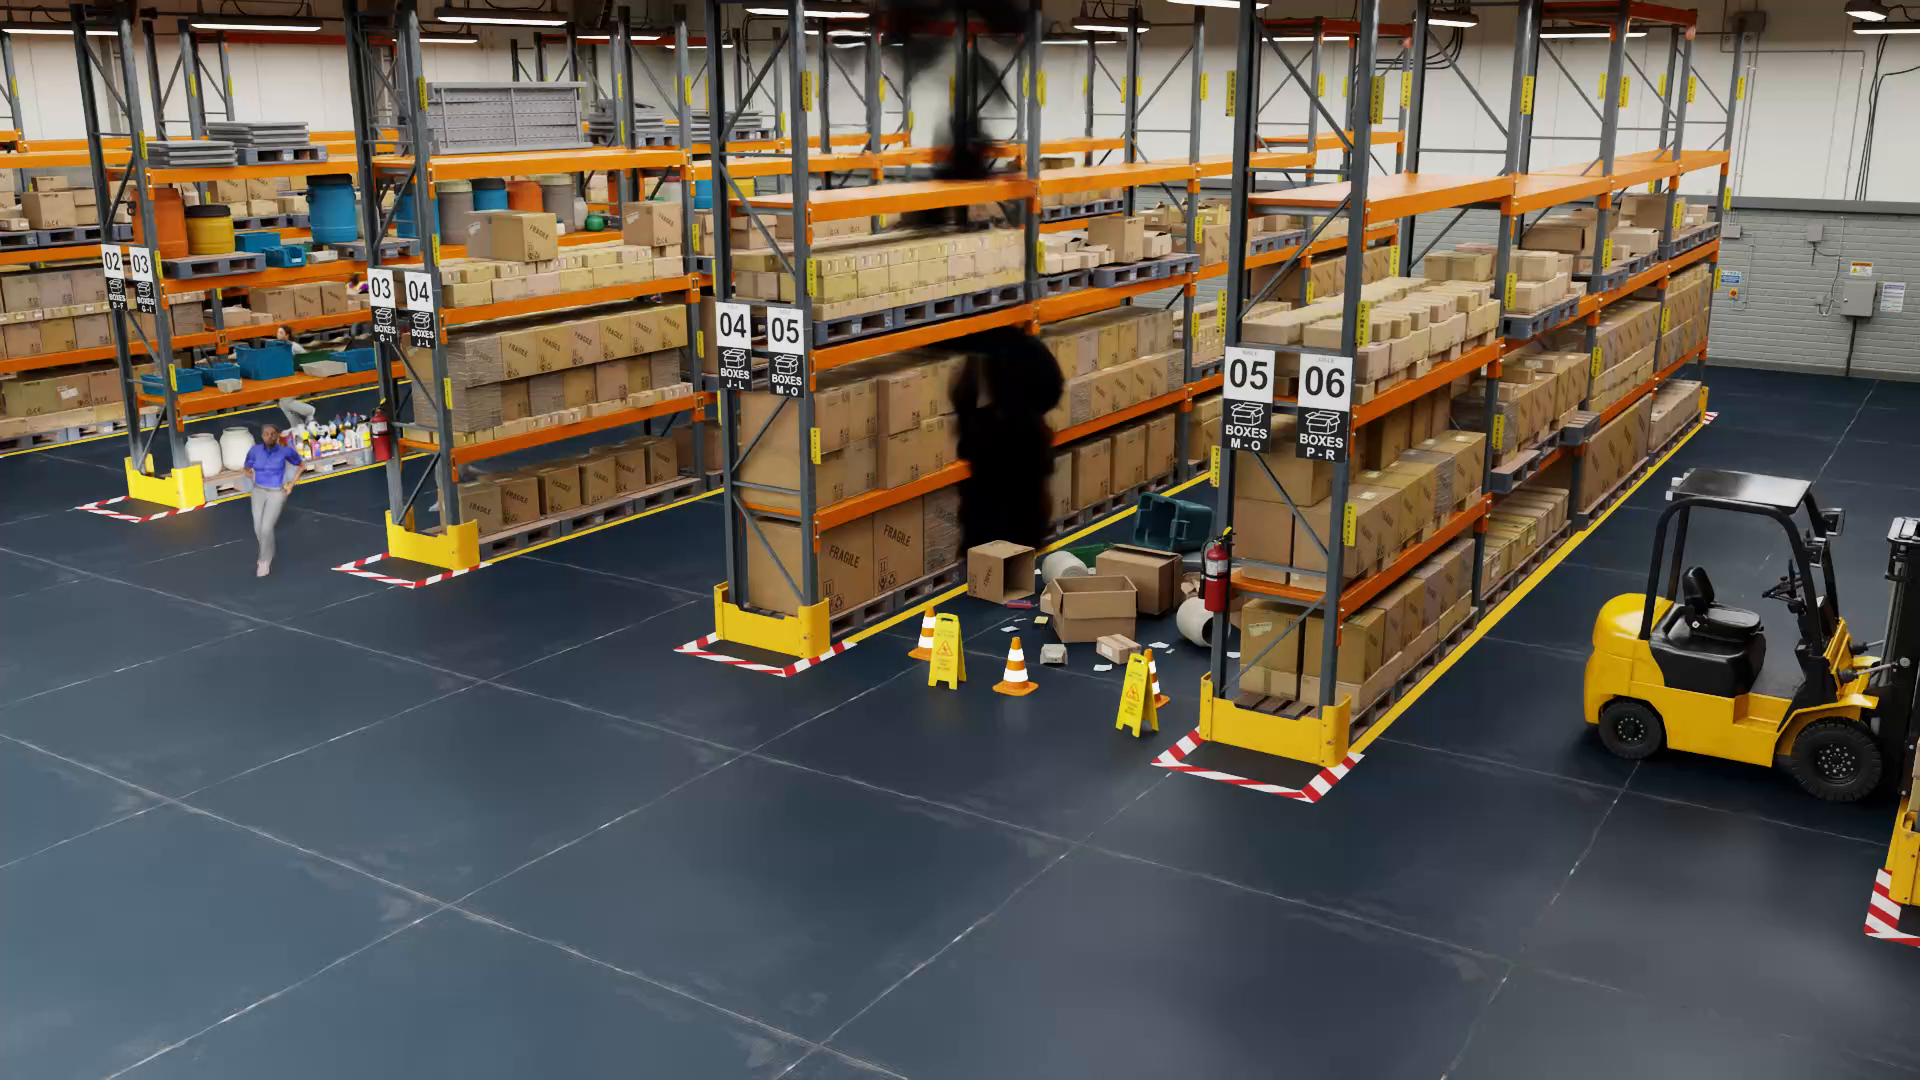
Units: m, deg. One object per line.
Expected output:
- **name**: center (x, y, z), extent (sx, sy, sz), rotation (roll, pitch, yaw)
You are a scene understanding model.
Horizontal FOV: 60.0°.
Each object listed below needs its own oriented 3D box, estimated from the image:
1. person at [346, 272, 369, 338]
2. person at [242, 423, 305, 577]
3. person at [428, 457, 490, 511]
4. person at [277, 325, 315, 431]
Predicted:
- **person**: center (-11.143, -4.146, 30.799), extent (0.692, 1.820, 0.796), rotation (10, 18, 31)
- **person**: center (-7.365, -0.439, 17.821), extent (0.604, 1.665, 0.683), rotation (0, 16, 1)
- **person**: center (-6.219, -1.261, 20.461), extent (0.667, 1.750, 0.915), rotation (10, 18, 32)
- **person**: center (-9.987, -2.406, 24.849), extent (0.596, 1.630, 0.588), rotation (8, 17, 25)
